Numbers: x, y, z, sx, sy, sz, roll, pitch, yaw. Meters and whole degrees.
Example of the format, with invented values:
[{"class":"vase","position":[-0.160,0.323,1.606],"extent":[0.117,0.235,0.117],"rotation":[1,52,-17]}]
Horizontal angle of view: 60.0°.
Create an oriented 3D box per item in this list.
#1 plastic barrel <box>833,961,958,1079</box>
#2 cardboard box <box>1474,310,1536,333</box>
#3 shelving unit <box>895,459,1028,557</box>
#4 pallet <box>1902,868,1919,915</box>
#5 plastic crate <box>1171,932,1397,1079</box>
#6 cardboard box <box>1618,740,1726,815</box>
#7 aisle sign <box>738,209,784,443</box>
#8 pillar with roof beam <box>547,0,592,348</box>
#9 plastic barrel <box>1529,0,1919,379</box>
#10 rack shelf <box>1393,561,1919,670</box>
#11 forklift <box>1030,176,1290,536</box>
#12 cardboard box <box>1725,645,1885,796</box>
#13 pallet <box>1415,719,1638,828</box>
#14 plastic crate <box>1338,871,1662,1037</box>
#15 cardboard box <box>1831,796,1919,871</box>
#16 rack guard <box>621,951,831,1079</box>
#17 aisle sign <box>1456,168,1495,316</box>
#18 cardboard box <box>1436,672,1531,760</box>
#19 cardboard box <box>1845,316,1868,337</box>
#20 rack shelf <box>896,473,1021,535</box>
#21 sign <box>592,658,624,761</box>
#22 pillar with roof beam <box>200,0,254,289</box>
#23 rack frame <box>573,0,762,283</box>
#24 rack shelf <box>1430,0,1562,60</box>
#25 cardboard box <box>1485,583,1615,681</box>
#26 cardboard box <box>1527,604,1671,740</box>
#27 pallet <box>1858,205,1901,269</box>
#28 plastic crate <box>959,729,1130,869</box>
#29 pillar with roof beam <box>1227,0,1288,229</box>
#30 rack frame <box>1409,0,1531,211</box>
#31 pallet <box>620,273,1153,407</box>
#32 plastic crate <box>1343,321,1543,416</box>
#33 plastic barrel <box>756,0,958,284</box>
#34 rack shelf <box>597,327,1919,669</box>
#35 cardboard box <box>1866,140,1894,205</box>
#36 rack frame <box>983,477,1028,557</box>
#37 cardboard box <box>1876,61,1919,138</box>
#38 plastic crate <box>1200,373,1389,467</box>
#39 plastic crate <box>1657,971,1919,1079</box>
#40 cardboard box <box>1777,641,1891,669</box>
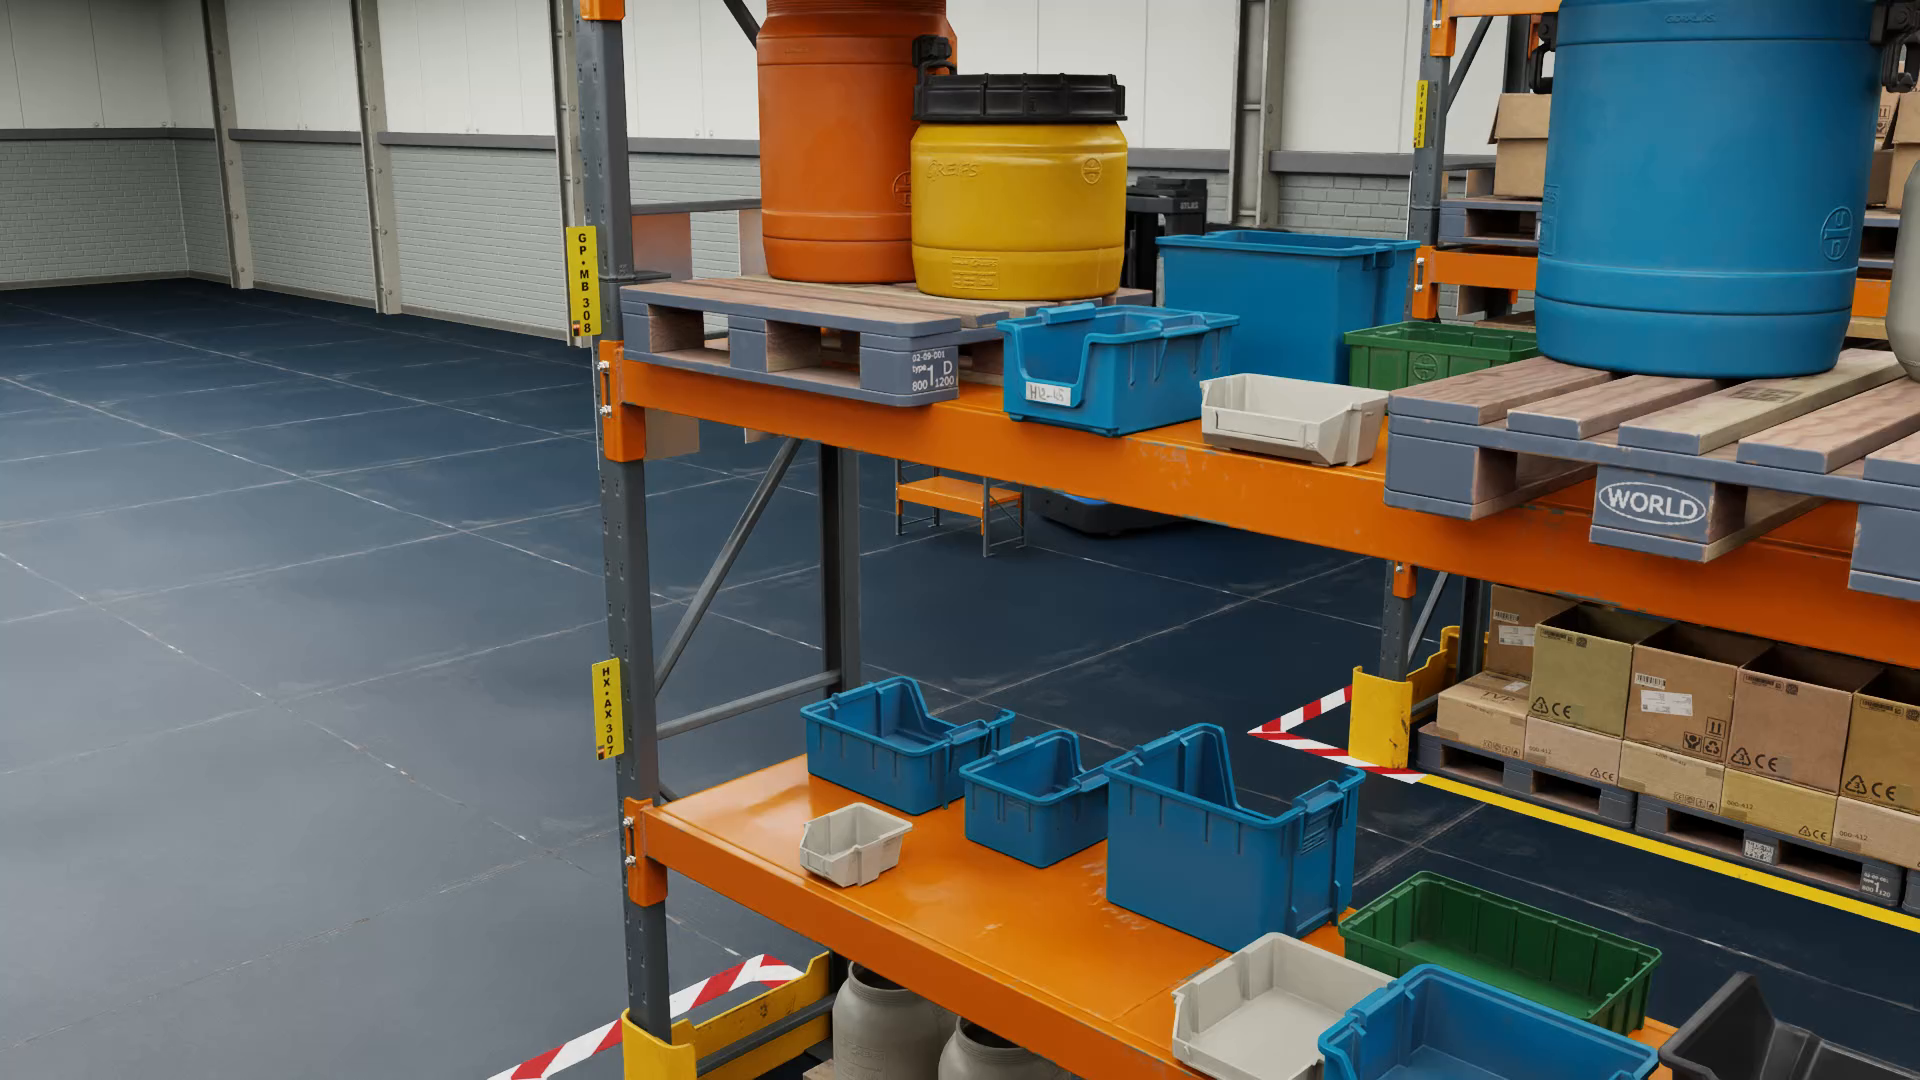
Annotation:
[{"class":"plastic barrel","position":[-0.219,1.681,5.632],"extent":[0.421,0.512,0.421],"rotation":[0,15,0]},{"class":"cardboard box","position":[3.060,-0.902,8.674],"extent":[0.500,0.500,0.700],"rotation":[14,20,42]},{"class":"shelving unit","position":[0.005,-0.543,13.786],"extent":[1.048,1.125,0.538],"rotation":[14,20,42]},{"class":"pallet","position":[5.031,1.583,7.437],"extent":[1.213,0.211,1.003],"rotation":[14,20,42]},{"class":"plastic crate","position":[0.789,1.169,4.021],"extent":[0.437,0.136,0.530],"rotation":[14,20,42]},{"class":"cardboard box","position":[3.649,1.117,8.318],"extent":[0.500,0.250,0.500],"rotation":[14,20,42]},{"class":"aisle sign","position":[-0.591,-0.745,5.688],"extent":[0.004,0.787,0.394],"rotation":[14,20,42]},{"class":"pillar with roof beam","position":[-8.711,-6.525,21.129],"extent":[0.400,9.000,9.100],"rotation":[14,20,42]},{"class":"plastic barrel","position":[1.492,-0.812,3.322],"extent":[0.708,0.901,0.600],"rotation":[14,20,42]},{"class":"rack shelf","position":[4.135,0.379,7.956],"extent":[4.000,0.370,1.077],"rotation":[14,20,42]},{"class":"forklift","position":[2.157,-1.696,14.629],"extent":[3.031,2.935,1.130],"rotation":[-8,17,-28]},{"class":"cardboard box","position":[4.005,0.842,7.883],"extent":[0.500,0.500,0.500],"rotation":[14,20,42]},{"class":"pallet","position":[3.275,1.156,9.075],"extent":[1.213,0.211,1.003],"rotation":[14,20,42]},{"class":"plastic crate","position":[1.353,1.093,4.209],"extent":[0.662,0.188,0.450],"rotation":[14,20,42]},{"class":"cardboard box","position":[4.366,1.293,7.643],"extent":[0.500,0.250,0.500],"rotation":[14,20,42]},{"class":"rack guard","position":[-0.658,1.794,6.057],"extent":[0.348,0.500,1.175],"rotation":[14,20,42]},{"class":"aisle sign","position":[2.852,-1.642,9.129],"extent":[0.004,0.787,0.394],"rotation":[14,20,42]},{"class":"cardboard box","position":[2.927,0.942,8.987],"extent":[0.500,0.250,0.500],"rotation":[14,20,42]},{"class":"cardboard box","position":[6.266,-1.381,12.054],"extent":[0.500,0.500,0.500],"rotation":[14,20,42]},{"class":"rack shelf","position":[0.005,-0.307,13.847],"extent":[1.000,0.278,0.538],"rotation":[14,20,42]},{"class":"sign","position":[-1.131,0.544,5.345],"extent":[0.005,0.325,0.100],"rotation":[14,20,42]},{"class":"pillar with roof beam","position":[-17.349,-8.626,29.189],"extent":[0.400,9.000,9.100],"rotation":[14,20,42]},{"class":"rack frame","position":[-0.746,-2.324,5.004],"extent":[0.127,3.000,1.000],"rotation":[14,20,42]},{"class":"rack shelf","position":[4.135,-2.331,7.250],"extent":[4.000,0.370,1.077],"rotation":[14,20,42]},{"class":"cardboard box","position":[3.288,0.485,9.255],"extent":[0.500,0.500,0.500],"rotation":[14,20,42]},{"class":"cardboard box","position":[3.288,0.667,8.558],"extent":[0.500,0.500,0.500],"rotation":[14,20,42]},{"class":"pallet","position":[4.069,-1.386,7.529],"extent":[1.213,0.211,1.003],"rotation":[14,20,42]},{"class":"plastic crate","position":[0.286,0.799,5.211],"extent":[0.408,0.251,0.499],"rotation":[14,20,42]},{"class":"pillar with roof beam","position":[-0.072,-4.425,13.069],"extent":[0.400,9.000,9.100],"rotation":[14,20,42]},{"class":"rack frame","position":[2.695,-3.222,8.452],"extent":[0.127,3.000,1.000],"rotation":[14,20,42]},{"class":"pallet","position":[-0.218,-0.618,4.782],"extent":[1.213,0.211,1.003],"rotation":[14,20,42]},{"class":"plastic crate","position":[1.187,-0.395,3.972],"extent":[0.450,0.188,0.336],"rotation":[14,20,42]},{"class":"plastic barrel","position":[-0.308,-1.221,5.037],"extent":[0.708,0.830,0.600],"rotation":[14,20,42]},{"class":"rack shelf","position":[0.694,-0.174,4.129],"extent":[4.000,0.370,1.077],"rotation":[14,20,42]},{"class":"cardboard box","position":[4.107,-1.748,7.808],"extent":[0.500,0.311,0.500],"rotation":[-12,19,-38]},{"class":"rack frame","position":[0.371,-0.454,13.444],"extent":[0.032,1.125,0.500],"rotation":[14,20,42]},{"class":"cardboard box","position":[6.566,-3.004,11.342],"extent":[0.500,0.500,0.500],"rotation":[13,20,42]},{"class":"plastic crate","position":[0.698,-0.252,3.525],"extent":[0.396,0.136,0.243],"rotation":[14,20,42]},{"class":"plastic crate","position":[1.845,1.195,3.522],"extent":[0.504,0.338,0.767],"rotation":[14,20,42]},{"class":"cardboard box","position":[4.377,0.745,8.256],"extent":[0.500,0.500,0.500],"rotation":[14,20,42]}]
